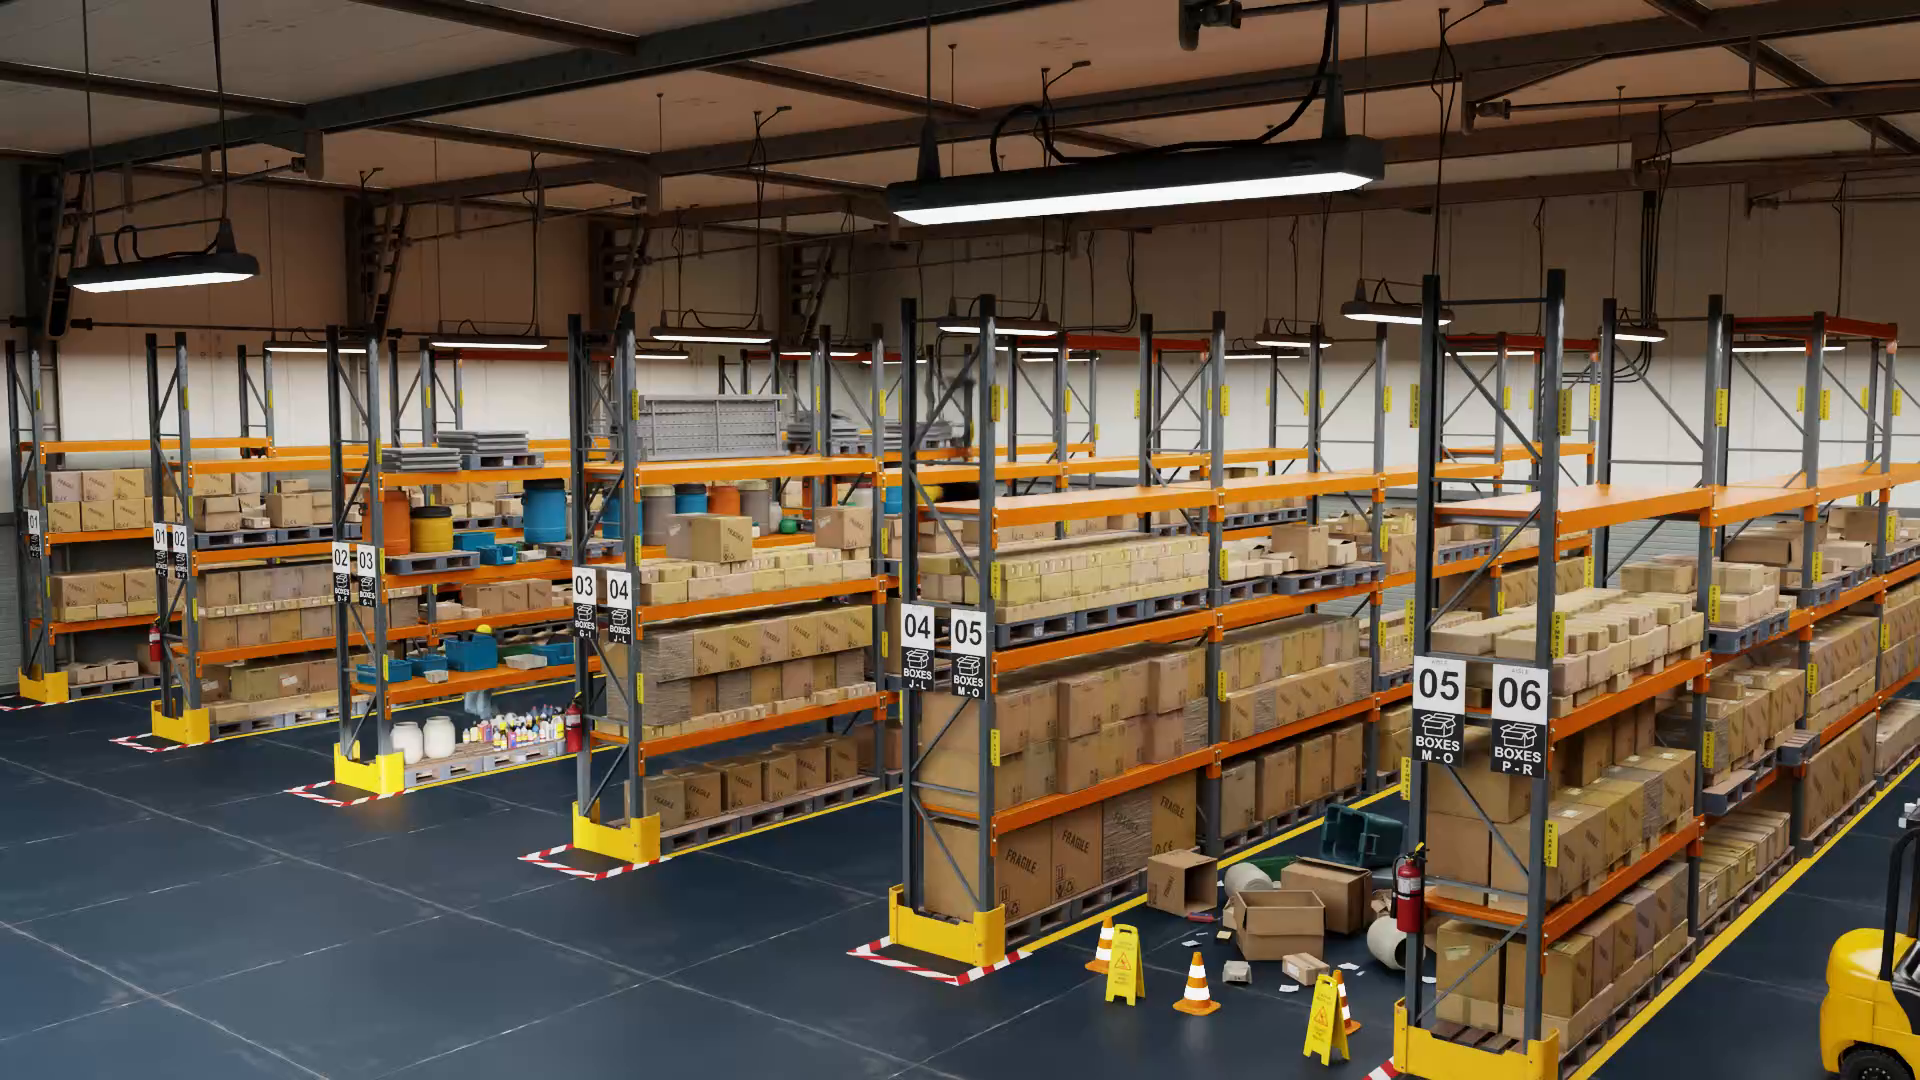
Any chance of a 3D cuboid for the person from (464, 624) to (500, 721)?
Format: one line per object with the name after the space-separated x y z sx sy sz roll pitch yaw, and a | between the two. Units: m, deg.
-7.053 2.102 24.560 0.703 1.718 0.582 3 6 31 | person
